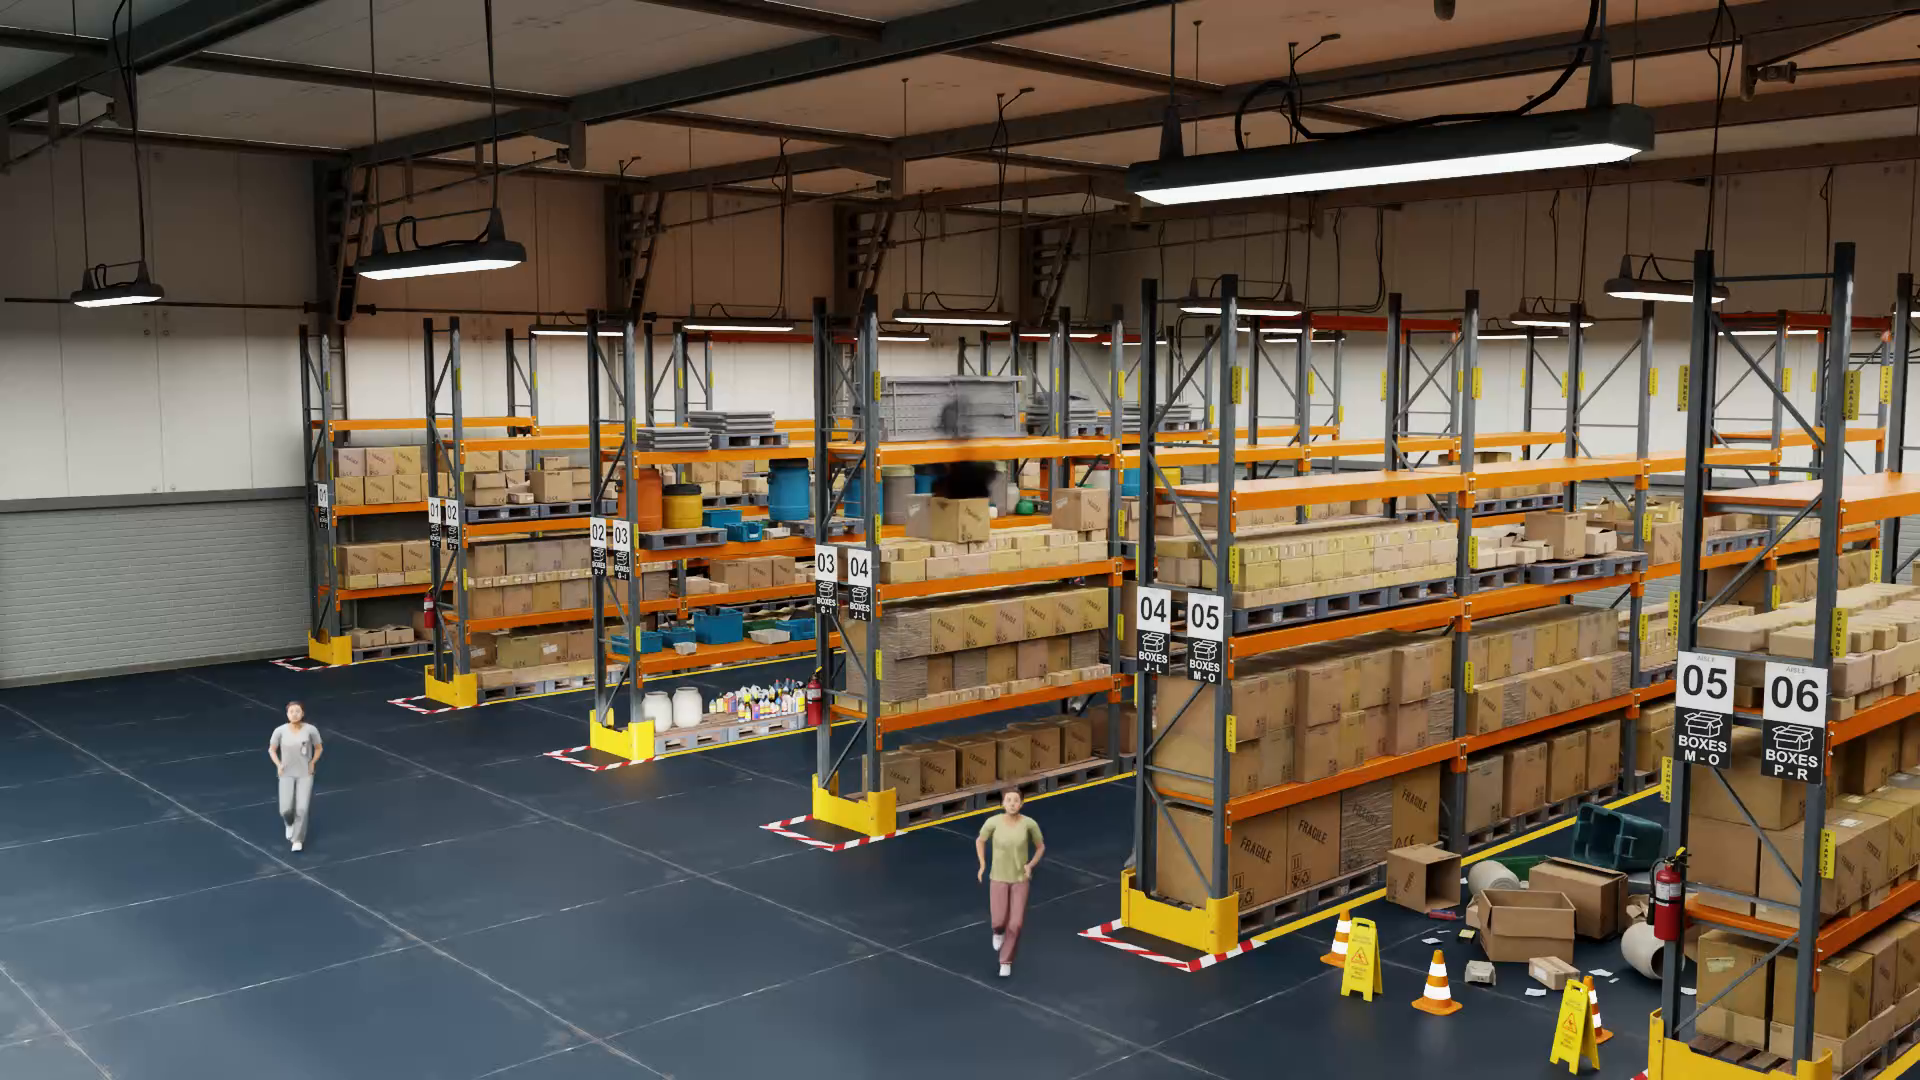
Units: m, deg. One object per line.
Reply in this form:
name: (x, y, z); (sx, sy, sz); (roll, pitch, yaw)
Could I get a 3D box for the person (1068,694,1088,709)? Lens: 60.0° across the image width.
person: (1.688, 1.753, 25.193); (0.679, 1.810, 0.795); (4, 7, 36)

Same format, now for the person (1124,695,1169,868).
person: (2.086, 2.500, 17.479); (0.662, 1.790, 0.890); (6, 8, 45)

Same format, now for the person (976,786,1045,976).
person: (0.437, 2.920, 14.363); (0.599, 1.624, 0.561); (0, 6, 1)

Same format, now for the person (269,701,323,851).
person: (-7.173, 2.544, 17.990); (0.546, 1.615, 0.554); (-2, 6, -20)
